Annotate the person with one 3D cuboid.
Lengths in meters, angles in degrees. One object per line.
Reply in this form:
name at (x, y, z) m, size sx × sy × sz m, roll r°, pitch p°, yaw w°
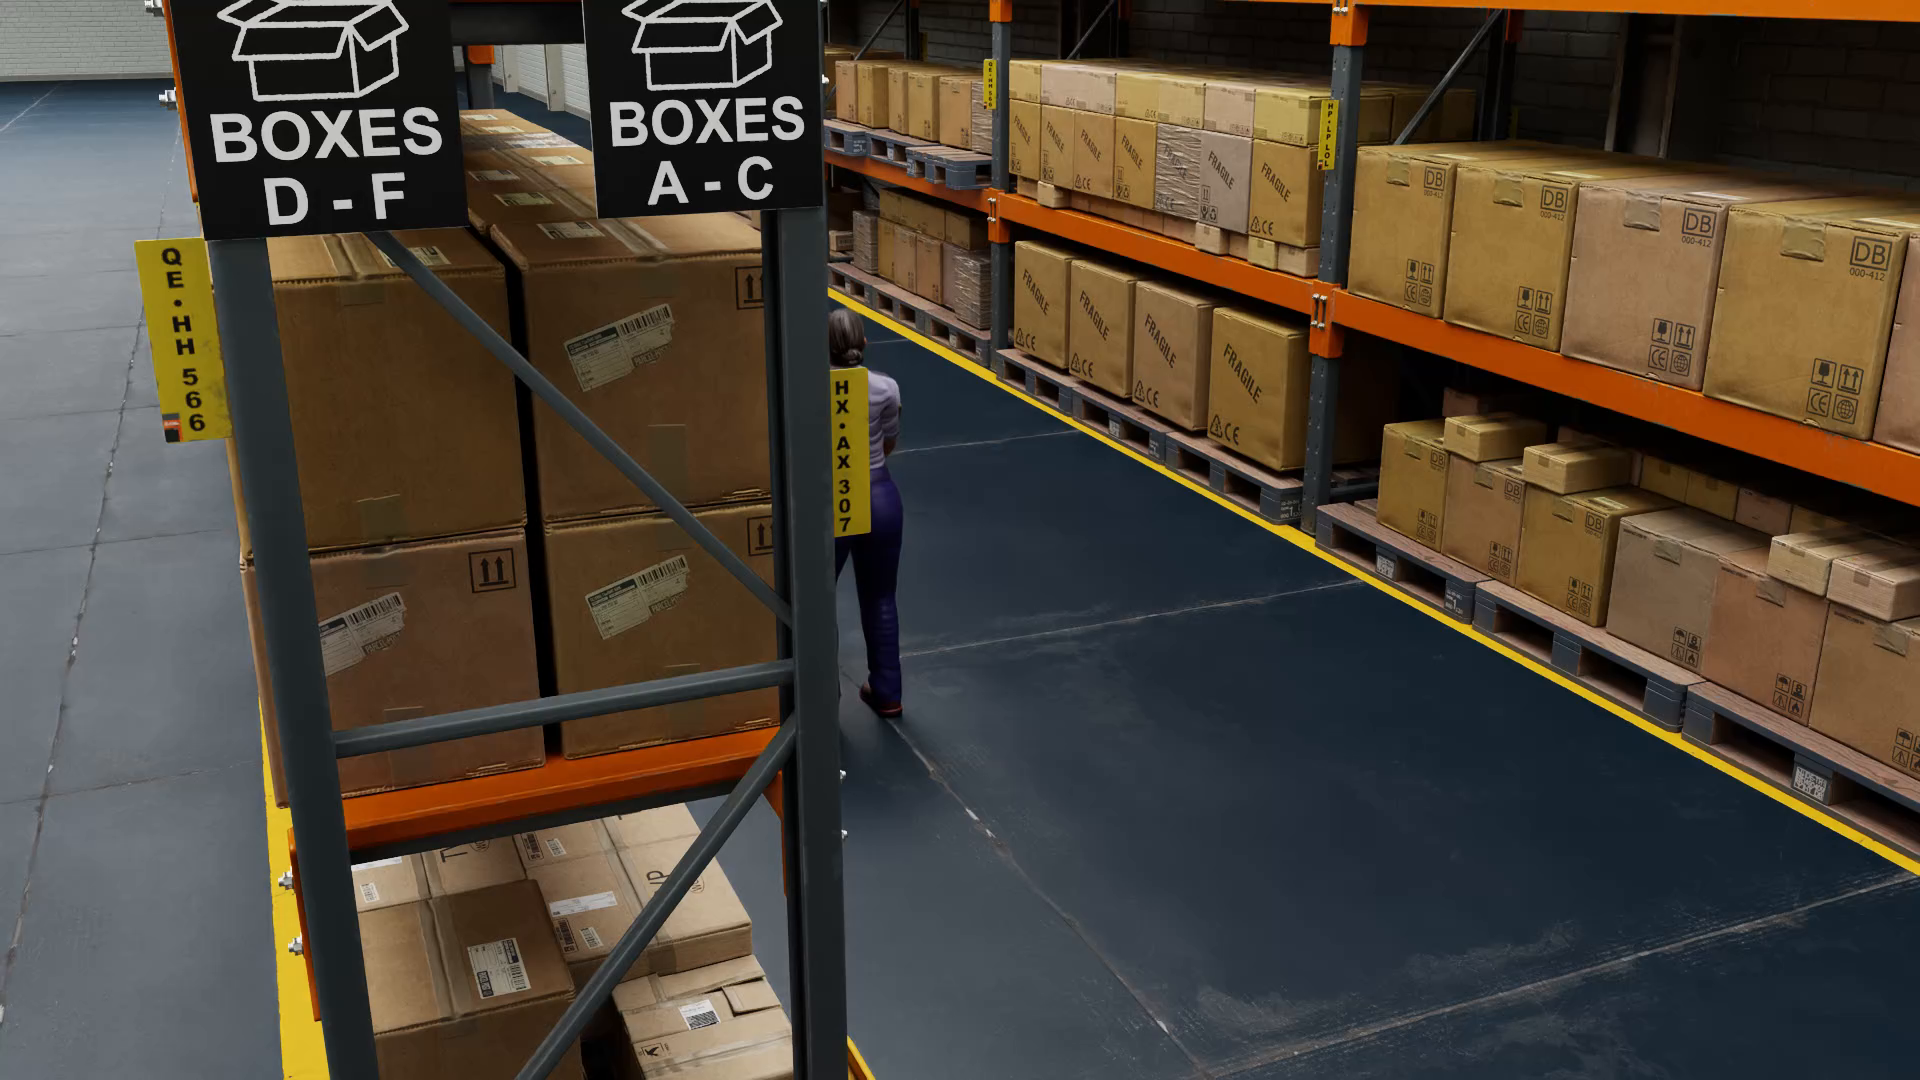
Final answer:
person at (-0.469, -0.110, 6.425) m, size 0.453 × 1.637 × 0.523 m, roll -8°, pitch 20°, yaw -21°
